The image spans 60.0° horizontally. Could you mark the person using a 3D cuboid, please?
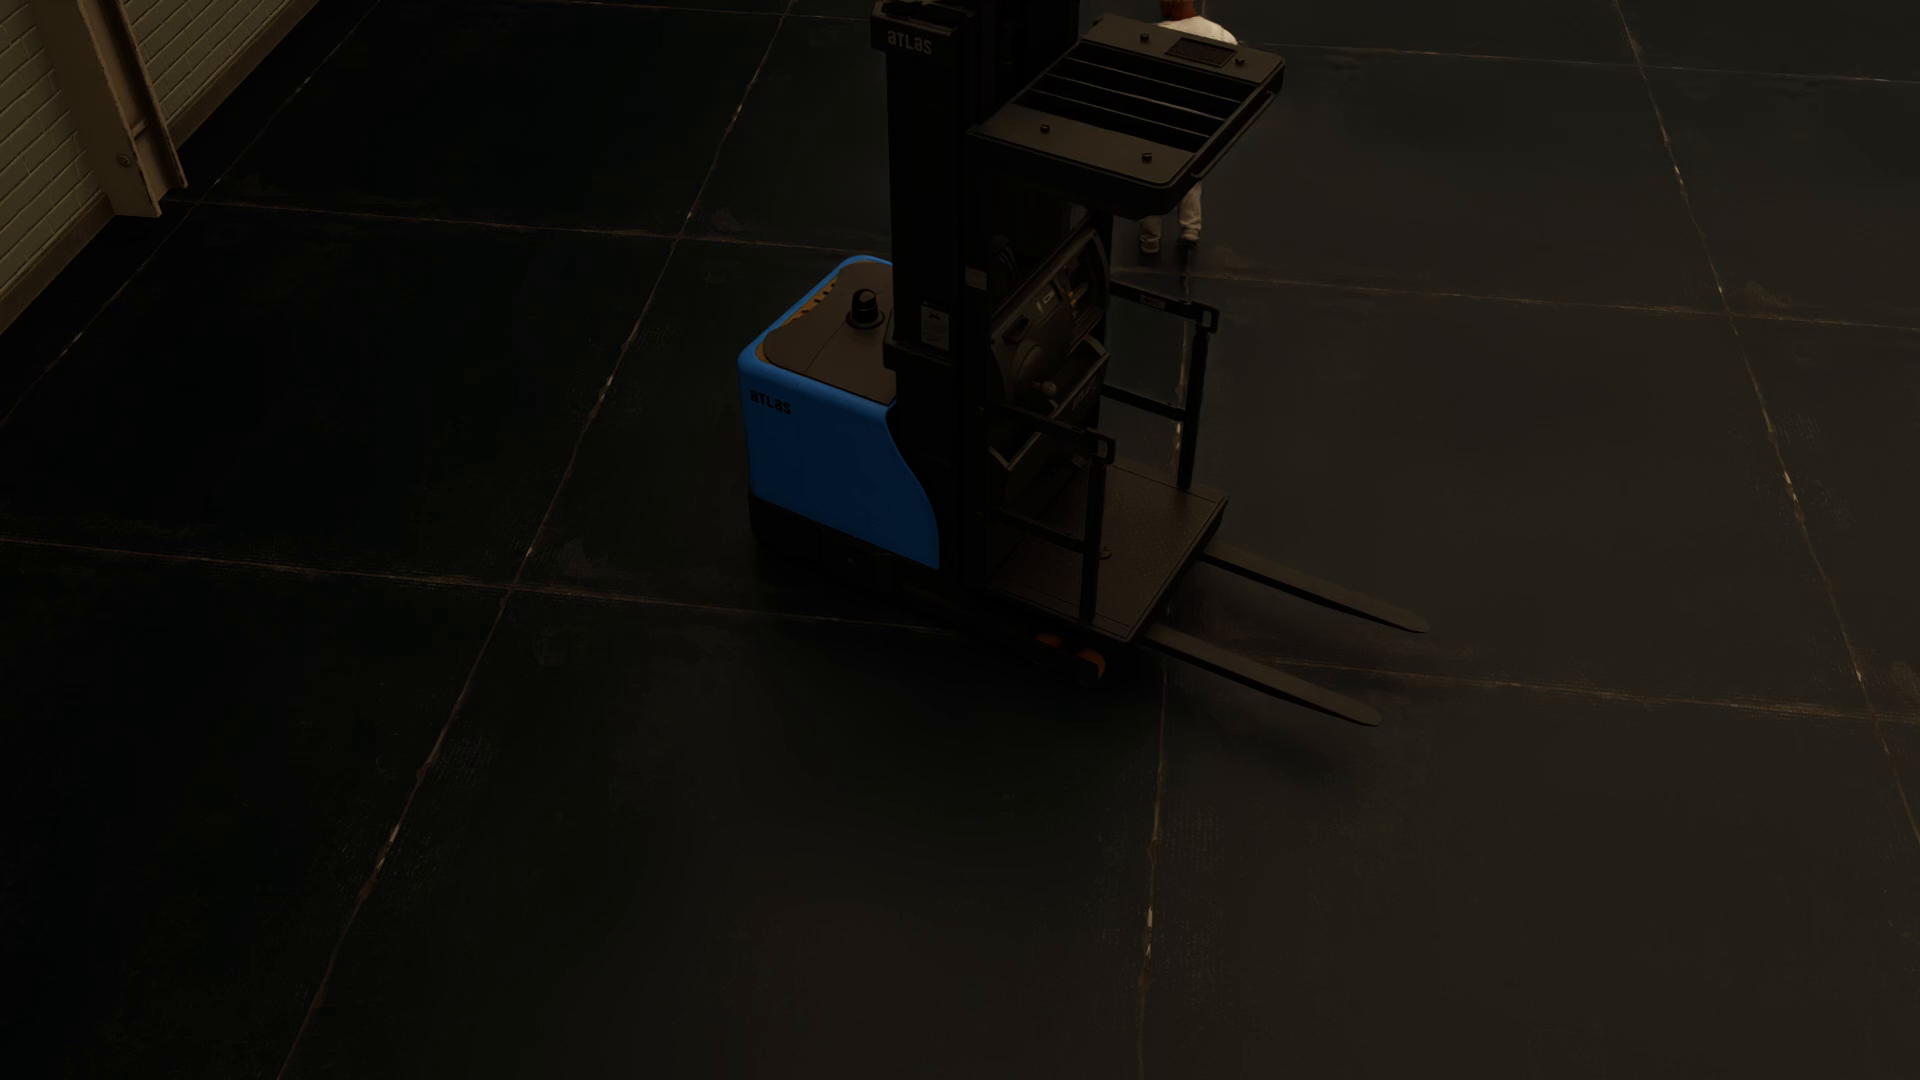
[{"bbox_3d":[1.116,-2.355,9.176,0.816,1.732,0.490,0,43,0],"label":"person"}]

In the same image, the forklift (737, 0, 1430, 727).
[{"bbox_3d":[0.551,-0.865,6.666,3.031,2.935,1.130,21,47,22],"label":"forklift"}]
